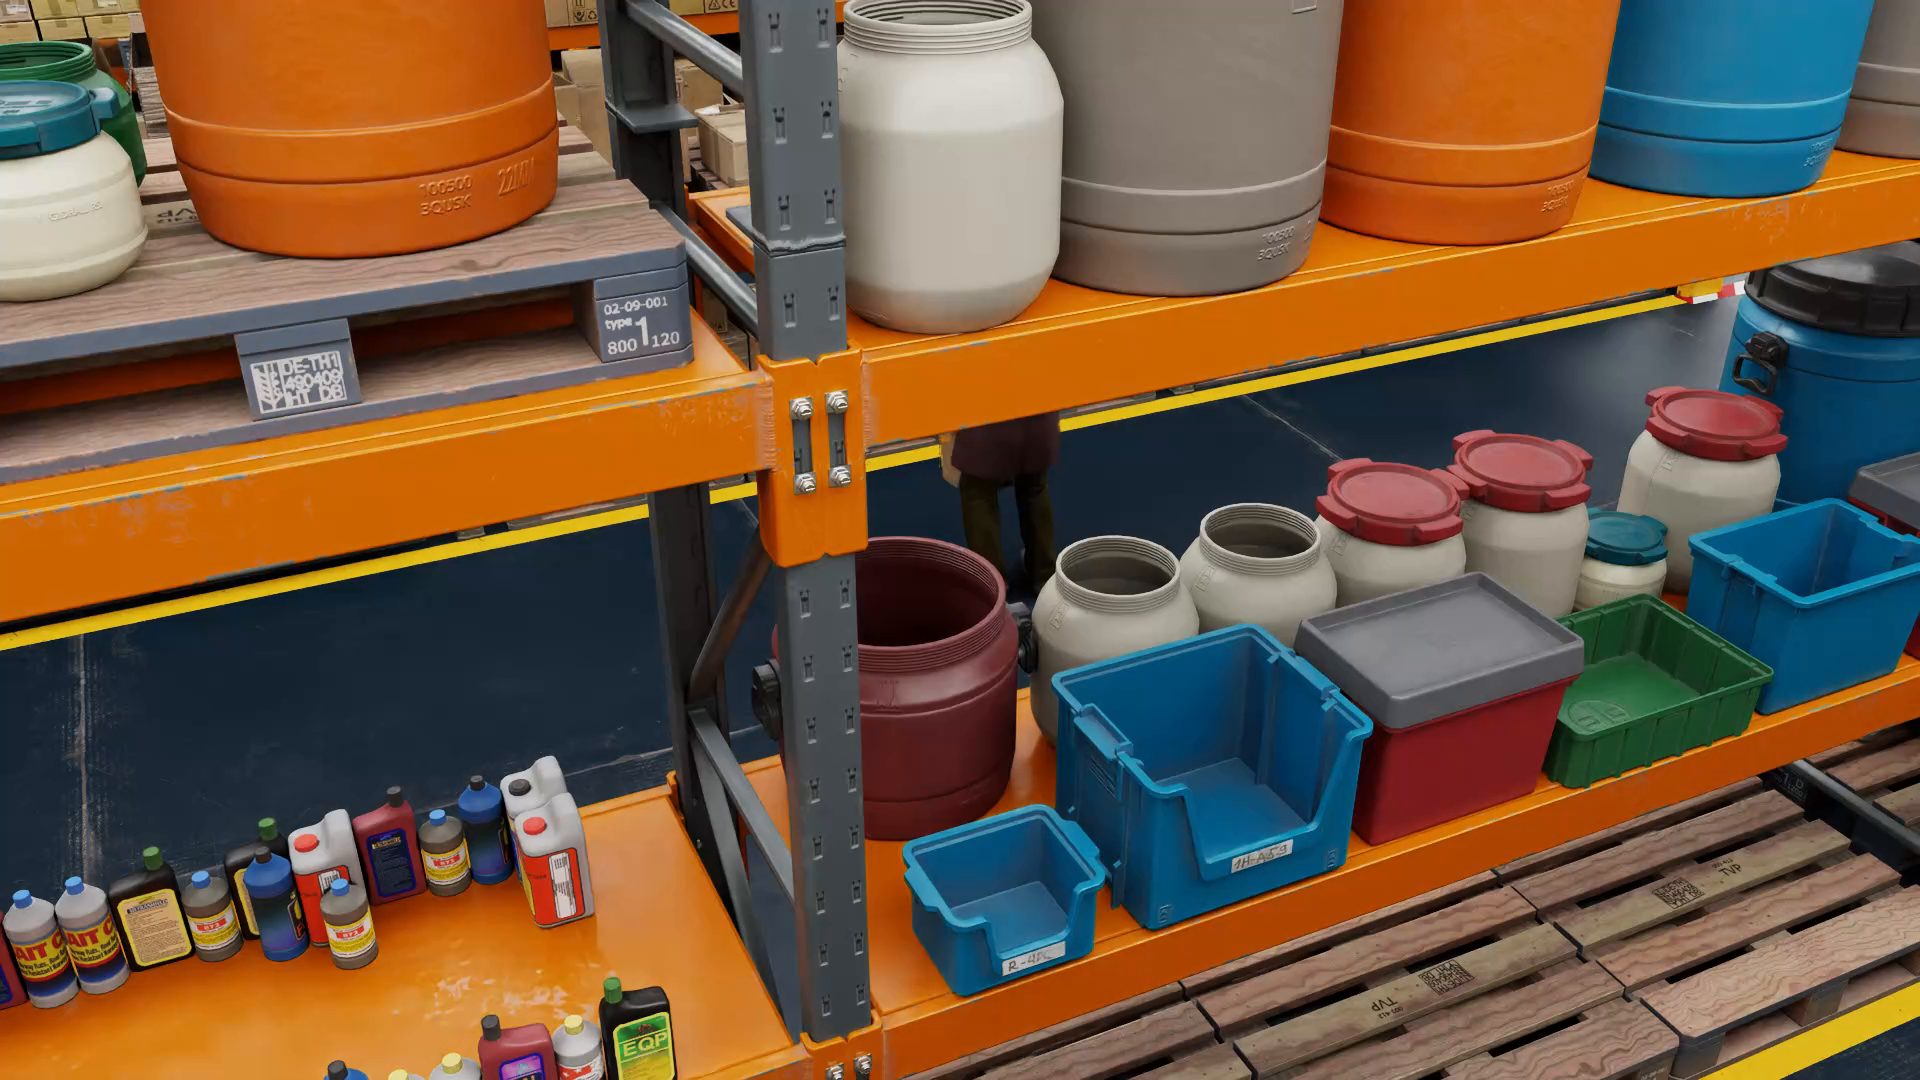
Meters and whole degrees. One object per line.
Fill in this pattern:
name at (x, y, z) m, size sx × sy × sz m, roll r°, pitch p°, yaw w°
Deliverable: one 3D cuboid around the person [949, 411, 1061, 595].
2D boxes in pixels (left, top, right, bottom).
person at (0.197, -0.551, 7.130) m, size 0.589 × 1.778 × 0.424 m, roll -14°, pitch 32°, yaw -23°
